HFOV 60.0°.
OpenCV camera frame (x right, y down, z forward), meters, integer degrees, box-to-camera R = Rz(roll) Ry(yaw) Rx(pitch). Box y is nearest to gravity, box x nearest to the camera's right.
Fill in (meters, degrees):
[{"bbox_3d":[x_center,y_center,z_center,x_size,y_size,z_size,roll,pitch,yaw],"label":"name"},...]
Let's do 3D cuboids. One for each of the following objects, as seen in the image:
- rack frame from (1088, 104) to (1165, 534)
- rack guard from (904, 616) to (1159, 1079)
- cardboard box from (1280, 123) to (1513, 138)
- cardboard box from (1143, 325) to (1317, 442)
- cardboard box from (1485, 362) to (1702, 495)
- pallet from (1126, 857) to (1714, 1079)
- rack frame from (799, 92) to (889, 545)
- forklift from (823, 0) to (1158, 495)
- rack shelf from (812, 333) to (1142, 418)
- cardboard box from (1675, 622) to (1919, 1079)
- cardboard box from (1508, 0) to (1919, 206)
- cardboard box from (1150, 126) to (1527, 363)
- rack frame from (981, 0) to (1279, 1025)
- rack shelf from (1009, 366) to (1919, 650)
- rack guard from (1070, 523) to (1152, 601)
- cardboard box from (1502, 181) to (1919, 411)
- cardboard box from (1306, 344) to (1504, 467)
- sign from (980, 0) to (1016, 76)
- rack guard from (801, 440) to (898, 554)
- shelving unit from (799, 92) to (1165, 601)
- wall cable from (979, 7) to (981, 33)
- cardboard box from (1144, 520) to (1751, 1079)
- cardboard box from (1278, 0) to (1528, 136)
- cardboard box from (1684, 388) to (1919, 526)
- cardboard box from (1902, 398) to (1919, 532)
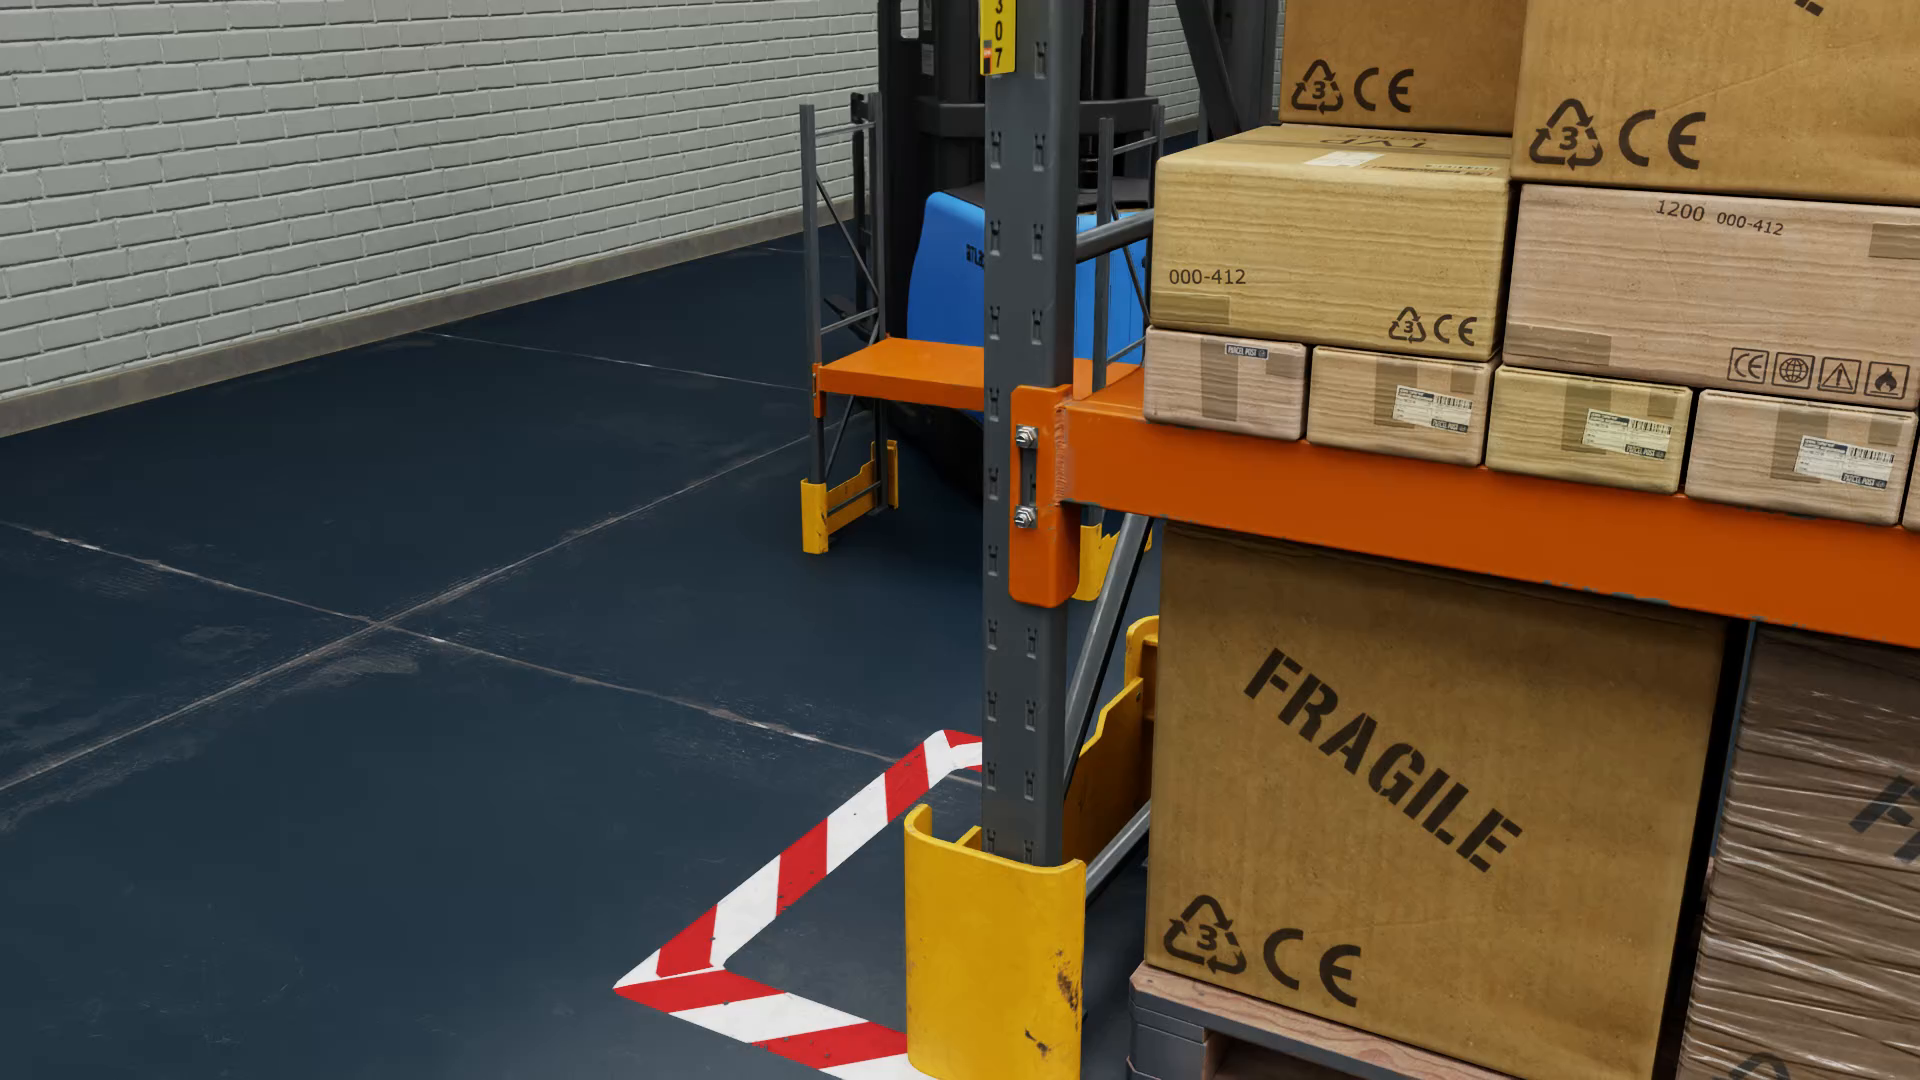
[{"bbox_3d":[0.528,-0.600,5.320,0.032,1.500,0.500,9,22,24],"label":"rack frame"},{"bbox_3d":[0.311,0.607,3.458,0.348,0.500,1.175,11,23,27],"label":"rack guard"},{"bbox_3d":[0.884,-0.632,2.992,0.500,0.250,0.500,10,22,26],"label":"cardboard box"},{"bbox_3d":[0.481,-0.289,2.630,0.250,0.149,0.380,11,23,28],"label":"cardboard box"},{"bbox_3d":[0.929,-0.204,2.397,0.250,0.149,0.380,10,22,26],"label":"cardboard box"},{"bbox_3d":[1.068,0.857,3.194,1.213,0.211,1.003,11,23,27],"label":"pallet"},{"bbox_3d":[-0.388,-0.750,5.733,0.032,1.500,0.500,9,22,24],"label":"rack frame"},{"bbox_3d":[0.110,-2.002,7.085,1.130,2.935,3.031,-7,21,-18],"label":"forklift"},{"bbox_3d":[0.070,-0.506,5.588,1.000,0.185,0.538,9,22,24],"label":"rack shelf"},{"bbox_3d":[1.724,0.471,2.667,0.875,0.875,0.875,11,23,27],"label":"cardboard box"},{"bbox_3d":[1.056,-0.742,2.197,0.500,0.500,0.500,10,22,26],"label":"cardboard box"},{"bbox_3d":[0.619,-0.473,2.554,0.500,0.250,0.500,10,22,26],"label":"cardboard box"},{"bbox_3d":[0.332,-0.564,3.021,0.127,3.000,1.000,11,23,27],"label":"rack frame"},{"bbox_3d":[2.078,0.107,2.227,4.000,0.370,1.077,11,23,27],"label":"rack shelf"},{"bbox_3d":[0.511,-0.015,5.541,0.087,0.250,0.587,9,22,24],"label":"rack guard"},{"bbox_3d":[1.076,-0.389,2.321,0.500,0.250,0.500,10,22,27],"label":"cardboard box"},{"bbox_3d":[0.706,-0.246,2.514,0.250,0.149,0.380,10,22,27],"label":"cardboard box"},{"bbox_3d":[0.056,-0.844,2.407,0.005,0.325,0.100,11,23,27],"label":"sign"},{"bbox_3d":[-0.387,-0.162,5.946,0.087,0.250,0.587,9,22,24],"label":"rack guard"},{"bbox_3d":[0.062,-0.676,5.530,1.083,1.500,0.587,9,22,24],"label":"shelving unit"},{"bbox_3d":[0.231,-4.937,13.541,0.123,1.953,0.585,11,23,27],"label":"wall cable"},{"bbox_3d":[0.930,0.320,3.084,0.875,0.875,0.875,11,23,27],"label":"cardboard box"},{"bbox_3d":[0.885,-0.983,2.860,0.500,0.500,0.500,11,23,28],"label":"cardboard box"},{"bbox_3d":[1.158,-0.161,2.278,0.250,0.149,0.380,10,22,26],"label":"cardboard box"},{"bbox_3d":[1.379,-0.118,2.161,0.250,0.149,0.380,10,22,26],"label":"cardboard box"}]
